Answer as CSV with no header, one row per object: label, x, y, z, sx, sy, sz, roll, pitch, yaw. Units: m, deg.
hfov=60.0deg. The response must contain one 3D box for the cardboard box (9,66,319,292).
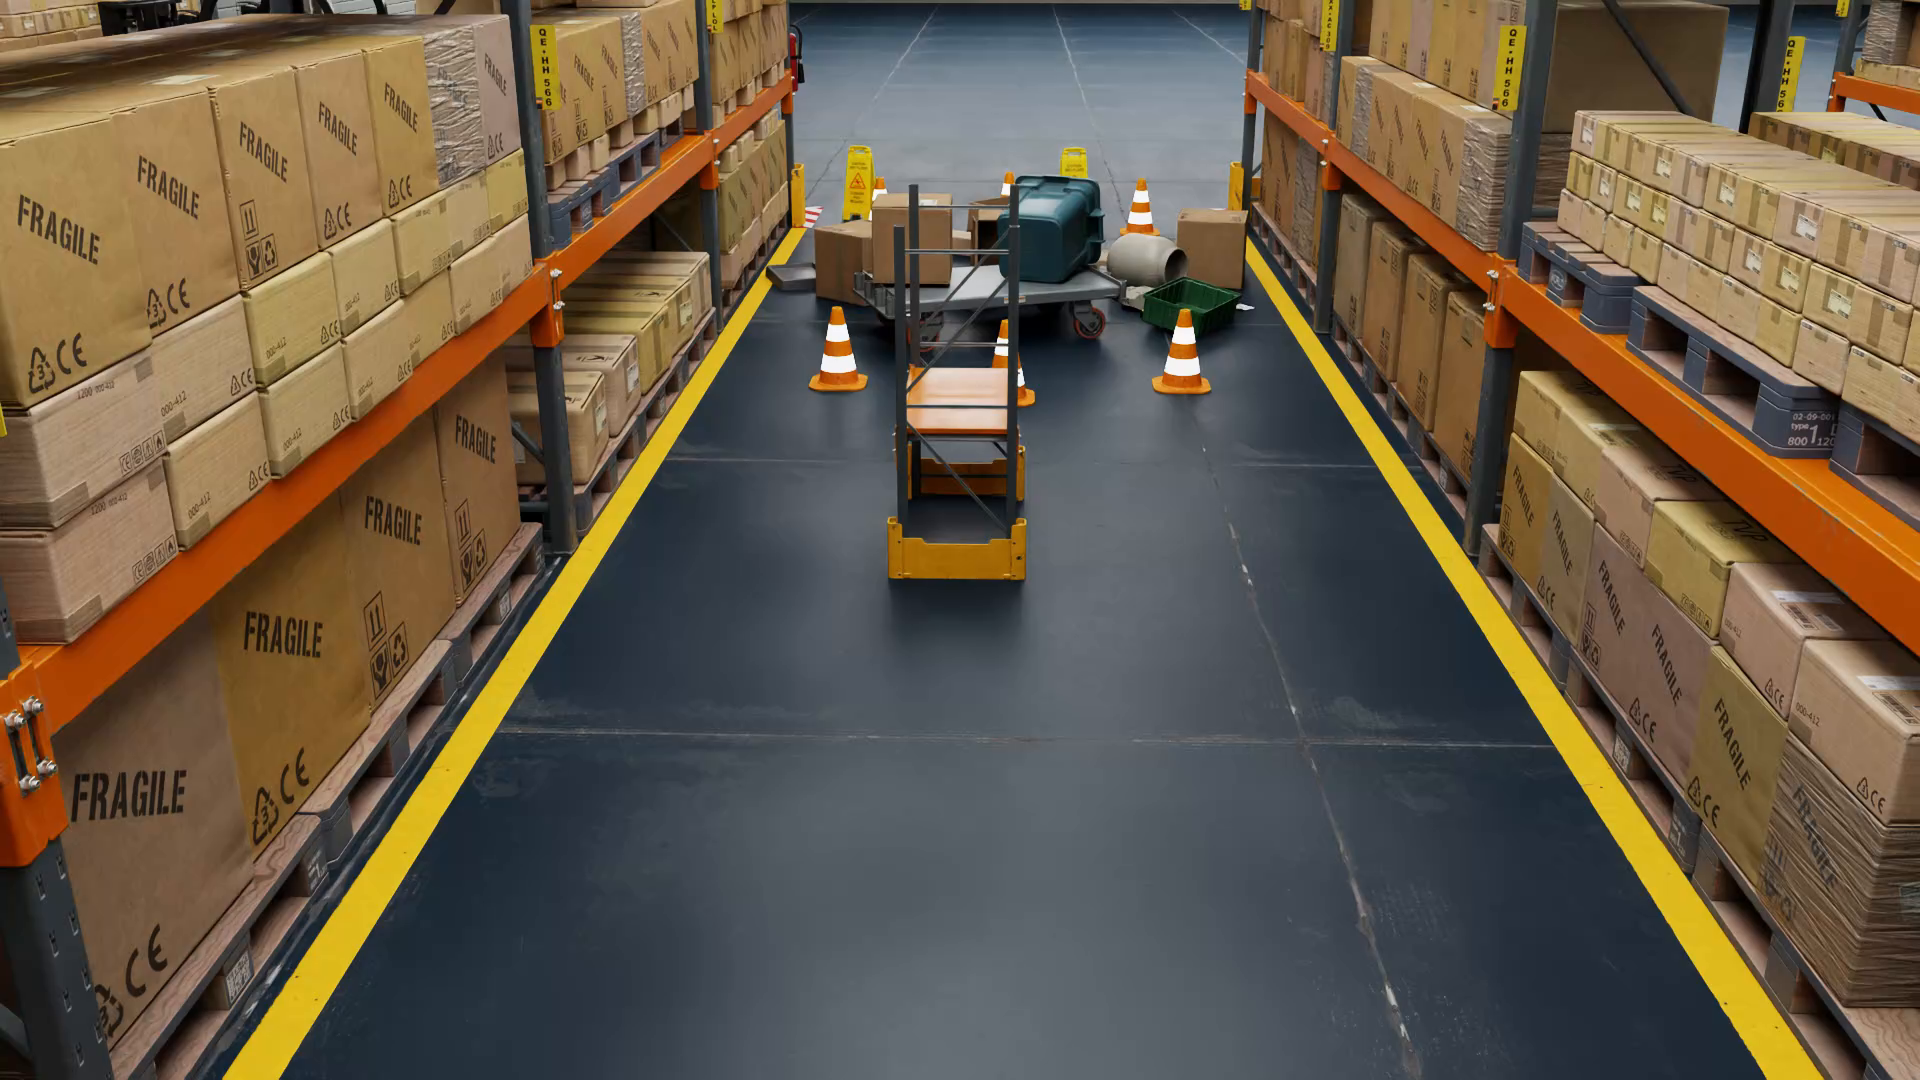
cardboard box,-2.024,-0.940,4.283,0.500,0.500,0.500,0,21,0

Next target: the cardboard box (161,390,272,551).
cardboard box,-2.039,-0.179,4.050,0.500,0.250,0.500,0,21,0

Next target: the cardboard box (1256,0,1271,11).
cardboard box,2.935,-4.666,13.707,0.875,0.550,0.550,1,21,2

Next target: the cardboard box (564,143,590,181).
cardboard box,-1.917,-1.746,7.649,0.380,0.149,0.250,-1,21,-2

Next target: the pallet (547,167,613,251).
pallet,-2.294,-1.521,7.568,1.213,0.211,1.003,1,21,2

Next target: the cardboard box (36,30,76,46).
cardboard box,-6.761,-3.427,12.076,0.500,0.500,0.500,0,21,1

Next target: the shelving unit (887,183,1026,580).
shelving unit,0.002,-0.727,7.329,0.587,1.500,1.083,1,21,2

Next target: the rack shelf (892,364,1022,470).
rack shelf,0.003,-0.562,7.402,0.538,0.185,1.000,1,21,2

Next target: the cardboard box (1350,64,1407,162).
cardboard box,2.564,-2.457,9.576,0.500,0.500,0.500,1,21,2

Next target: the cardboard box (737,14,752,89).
cardboard box,-1.775,-3.502,11.859,0.500,0.500,0.500,0,21,1

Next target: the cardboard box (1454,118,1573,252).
cardboard box,2.487,-1.546,7.229,0.500,0.500,0.500,1,21,2

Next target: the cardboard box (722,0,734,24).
cardboard box,-1.857,-3.606,10.744,0.700,0.500,0.500,0,21,1

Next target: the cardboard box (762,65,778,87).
cardboard box,-1.667,-3.711,13.293,0.380,0.149,0.250,1,21,3

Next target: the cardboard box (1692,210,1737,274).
cardboard box,2.489,-0.913,5.090,0.380,0.149,0.250,0,21,1

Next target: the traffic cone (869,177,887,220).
traffic cone,-0.689,-2.892,14.342,0.336,0.463,0.334,1,21,2

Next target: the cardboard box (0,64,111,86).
cardboard box,-2.525,-0.953,4.317,0.500,0.500,0.500,1,21,3

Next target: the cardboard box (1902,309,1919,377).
cardboard box,2.452,-0.436,3.861,0.380,0.149,0.250,2,21,4

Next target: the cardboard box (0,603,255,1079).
cardboard box,-2.392,0.664,4.027,0.875,0.875,0.875,1,21,3

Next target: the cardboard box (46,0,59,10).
cardboard box,-6.783,-3.917,12.032,0.380,0.149,0.250,1,21,1

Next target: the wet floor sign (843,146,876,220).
wet floor sign,-0.890,-3.203,14.893,0.267,0.644,0.232,8,23,20

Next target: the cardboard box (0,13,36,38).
cardboard box,-6.708,-3.589,11.597,0.380,0.149,0.250,1,21,3

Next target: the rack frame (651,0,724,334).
rack frame,-2.087,-2.798,10.593,1.000,3.000,0.127,1,21,2

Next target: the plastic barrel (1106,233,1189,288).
plastic barrel,1.365,-2.006,12.114,0.512,0.421,0.421,18,27,38

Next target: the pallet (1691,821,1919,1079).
pallet,2.642,1.131,4.322,1.003,0.211,1.213,1,21,2

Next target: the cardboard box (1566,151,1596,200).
cardboard box,2.527,-1.379,6.291,0.380,0.149,0.250,2,21,4

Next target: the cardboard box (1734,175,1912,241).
cardboard box,2.484,-0.959,4.799,0.380,0.149,0.250,0,21,1

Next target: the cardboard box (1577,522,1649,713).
cardboard box,2.443,0.256,5.597,0.500,0.500,0.500,0,21,0

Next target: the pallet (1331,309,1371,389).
pallet,2.915,-1.200,10.330,1.003,0.211,1.213,1,21,2

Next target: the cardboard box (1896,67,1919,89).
cardboard box,7.657,-3.647,13.128,0.380,0.149,0.250,1,21,2

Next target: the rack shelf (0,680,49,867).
rack shelf,-2.391,1.153,1.405,1.077,0.370,4.000,1,21,2

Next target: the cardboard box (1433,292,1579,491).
cardboard box,2.850,-0.700,7.715,1.050,0.750,0.750,0,21,1

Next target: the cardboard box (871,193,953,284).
cardboard box,-0.307,-1.977,10.886,0.500,0.500,0.500,1,21,2

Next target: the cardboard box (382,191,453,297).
cardboard box,-1.977,-0.966,5.388,0.500,0.250,0.500,0,21,0

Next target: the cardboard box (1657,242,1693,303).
cardboard box,2.498,-0.864,5.377,0.380,0.149,0.250,1,21,3

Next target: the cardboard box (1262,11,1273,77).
cardboard box,3.019,-4.161,13.900,0.875,0.550,0.550,1,21,2

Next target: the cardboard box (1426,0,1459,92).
cardboard box,2.808,-2.562,8.464,0.700,0.500,0.500,0,21,1

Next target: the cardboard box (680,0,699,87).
cardboard box,-1.872,-3.009,10.008,0.500,0.500,0.500,0,21,1

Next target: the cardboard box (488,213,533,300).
cardboard box,-1.965,-1.096,6.414,0.500,0.250,0.500,0,21,0

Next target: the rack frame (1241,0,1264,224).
rack frame,2.985,-4.226,14.274,1.000,3.000,0.127,1,21,2

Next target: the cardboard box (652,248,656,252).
cardboard box,-2.338,-1.928,11.573,0.500,0.250,0.500,2,21,4

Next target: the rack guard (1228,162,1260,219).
rack guard,2.986,-3.070,14.749,1.175,0.500,0.348,1,21,2

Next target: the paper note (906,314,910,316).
paper note,-0.366,-1.587,11.576,0.148,0.019,0.142,1,21,2

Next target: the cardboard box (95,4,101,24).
cardboard box,-6.672,-4.054,12.795,0.380,0.149,0.250,1,21,2

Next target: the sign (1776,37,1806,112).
sign,3.285,-1.834,6.618,0.100,0.325,0.005,1,21,2

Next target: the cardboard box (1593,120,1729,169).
cardboard box,2.529,-1.428,6.006,0.380,0.149,0.250,0,21,0

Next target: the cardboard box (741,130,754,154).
cardboard box,-1.717,-2.902,12.148,0.380,0.149,0.250,2,21,5

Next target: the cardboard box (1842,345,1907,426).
cardboard box,2.459,-0.387,4.145,0.380,0.149,0.250,0,21,-1

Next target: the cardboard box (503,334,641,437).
cardboard box,-2.167,-0.793,8.479,0.950,0.372,0.625,0,21,1

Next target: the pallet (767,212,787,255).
pallet,-2.028,-2.623,13.998,1.003,0.211,1.213,1,21,2

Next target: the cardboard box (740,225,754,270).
cardboard box,-1.795,-2.115,12.054,0.500,0.250,0.500,2,21,5

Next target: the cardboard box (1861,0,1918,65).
cardboard box,7.896,-4.122,13.456,0.875,0.500,0.500,1,21,2

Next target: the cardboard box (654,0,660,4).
cardboard box,-1.884,-3.063,9.249,0.380,0.149,0.250,0,21,0

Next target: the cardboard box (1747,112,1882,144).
cardboard box,3.185,-1.507,6.212,0.380,0.149,0.250,0,21,0

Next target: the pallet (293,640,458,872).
pallet,-2.348,0.673,5.504,1.003,0.211,1.213,1,21,2

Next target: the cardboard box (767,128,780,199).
cardboard box,-1.742,-3.026,13.366,0.500,0.500,0.500,1,21,4

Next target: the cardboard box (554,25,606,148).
cardboard box,-1.955,-2.081,7.616,0.500,0.500,0.500,2,21,4

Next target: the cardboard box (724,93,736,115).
cardboard box,-1.781,-3.068,11.638,0.380,0.149,0.250,1,21,3

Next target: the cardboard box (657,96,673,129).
cardboard box,-1.829,-2.407,9.351,0.380,0.149,0.250,1,21,2

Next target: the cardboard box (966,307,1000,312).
cardboard box,0.083,-1.794,11.786,0.258,0.266,0.396,-16,26,-35

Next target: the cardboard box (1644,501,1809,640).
cardboard box,2.421,0.083,5.005,0.500,0.250,0.500,0,21,-1
